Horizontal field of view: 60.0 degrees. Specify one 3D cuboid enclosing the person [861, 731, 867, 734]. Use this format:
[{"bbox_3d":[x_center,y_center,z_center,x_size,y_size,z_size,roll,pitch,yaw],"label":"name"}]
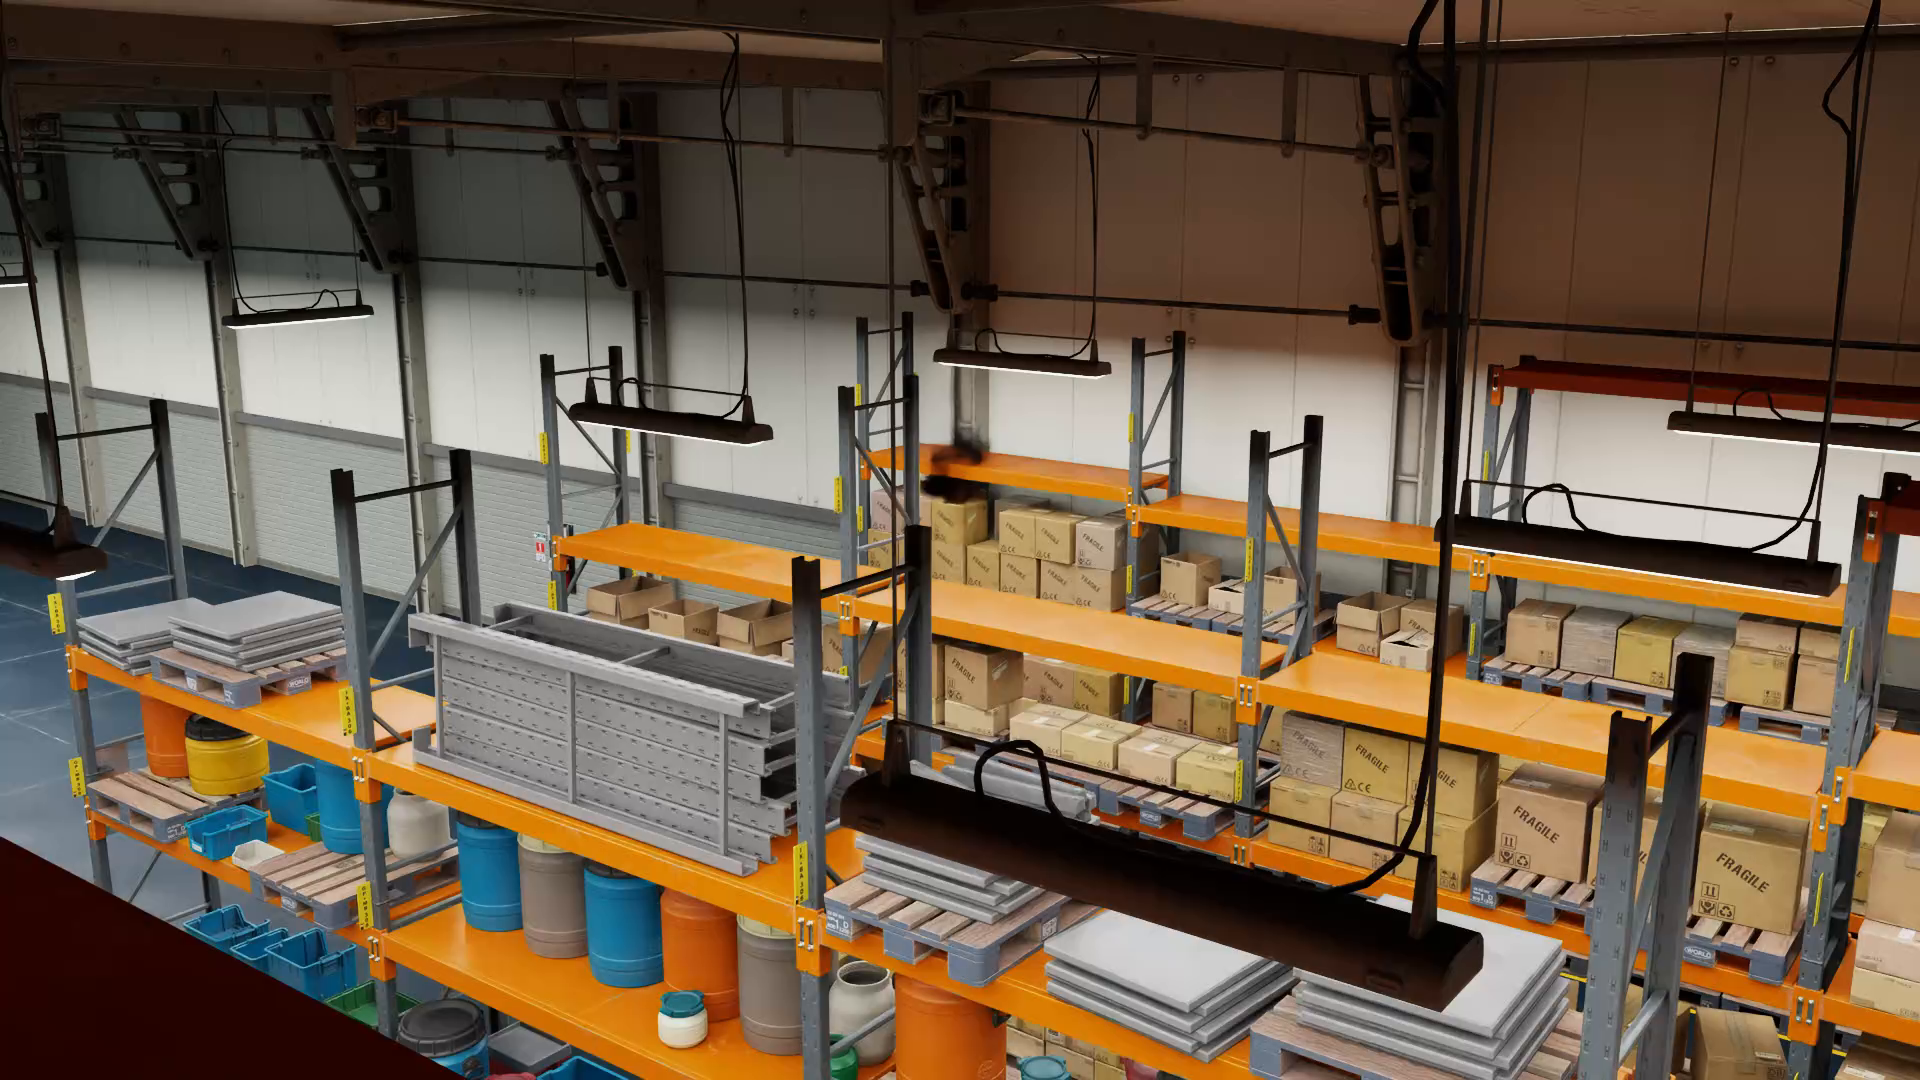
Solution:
[{"bbox_3d":[-1.174,2.752,18.311,0.718,1.854,0.677,8,15,30],"label":"person"}]
